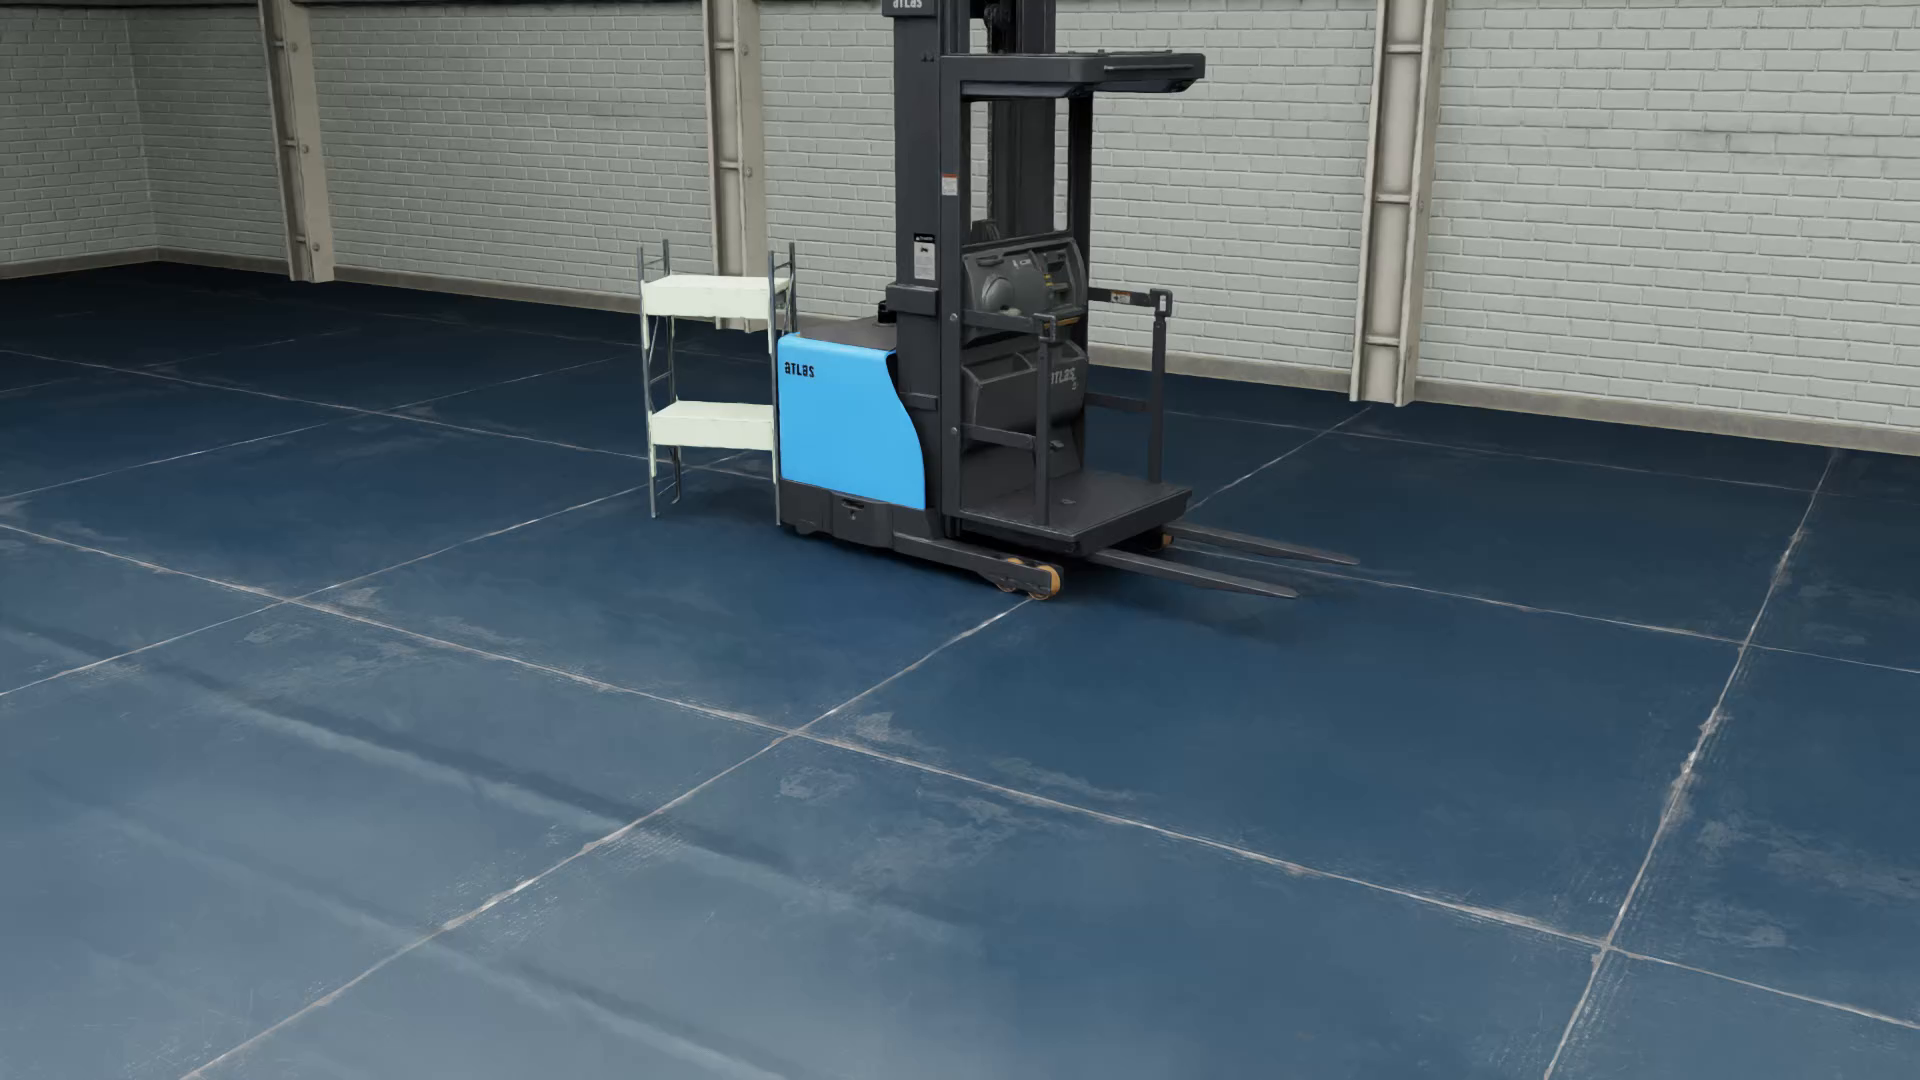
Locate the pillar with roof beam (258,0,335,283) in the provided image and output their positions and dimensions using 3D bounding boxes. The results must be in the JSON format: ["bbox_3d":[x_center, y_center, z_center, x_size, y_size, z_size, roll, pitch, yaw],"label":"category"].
[{"bbox_3d":[-9.363,-6.097,13.471,0.400,9.000,9.100,10,20,30],"label":"pillar with roof beam"}]

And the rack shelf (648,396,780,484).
[{"bbox_3d":[-1.313,-0.564,9.279,0.720,0.370,0.431,4,17,12],"label":"rack shelf"}]

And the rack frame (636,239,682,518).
[{"bbox_3d":[-1.671,-0.898,9.259,0.023,1.500,0.400,4,17,12],"label":"rack frame"}]

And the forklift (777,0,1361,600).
[{"bbox_3d":[0.490,-1.288,8.079,3.031,2.935,1.130,13,21,37],"label":"forklift"}]

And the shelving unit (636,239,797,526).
[{"bbox_3d":[-1.313,-0.876,9.185,0.755,1.500,0.431,4,17,12],"label":"shelving unit"}]

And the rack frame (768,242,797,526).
[{"bbox_3d":[-0.956,-0.854,9.111,0.023,1.500,0.400,4,17,12],"label":"rack frame"}]

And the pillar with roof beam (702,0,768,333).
[{"bbox_3d":[-4.250,-5.184,10.466,0.400,9.000,9.100,10,20,30],"label":"pillar with roof beam"}]

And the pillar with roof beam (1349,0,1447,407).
[{"bbox_3d":[0.863,-4.272,7.462,0.400,9.000,9.100,10,20,30],"label":"pillar with roof beam"}]

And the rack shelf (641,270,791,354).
[{"bbox_3d":[-1.313,-1.249,9.071,0.720,0.370,0.431,4,17,12],"label":"rack shelf"}]
